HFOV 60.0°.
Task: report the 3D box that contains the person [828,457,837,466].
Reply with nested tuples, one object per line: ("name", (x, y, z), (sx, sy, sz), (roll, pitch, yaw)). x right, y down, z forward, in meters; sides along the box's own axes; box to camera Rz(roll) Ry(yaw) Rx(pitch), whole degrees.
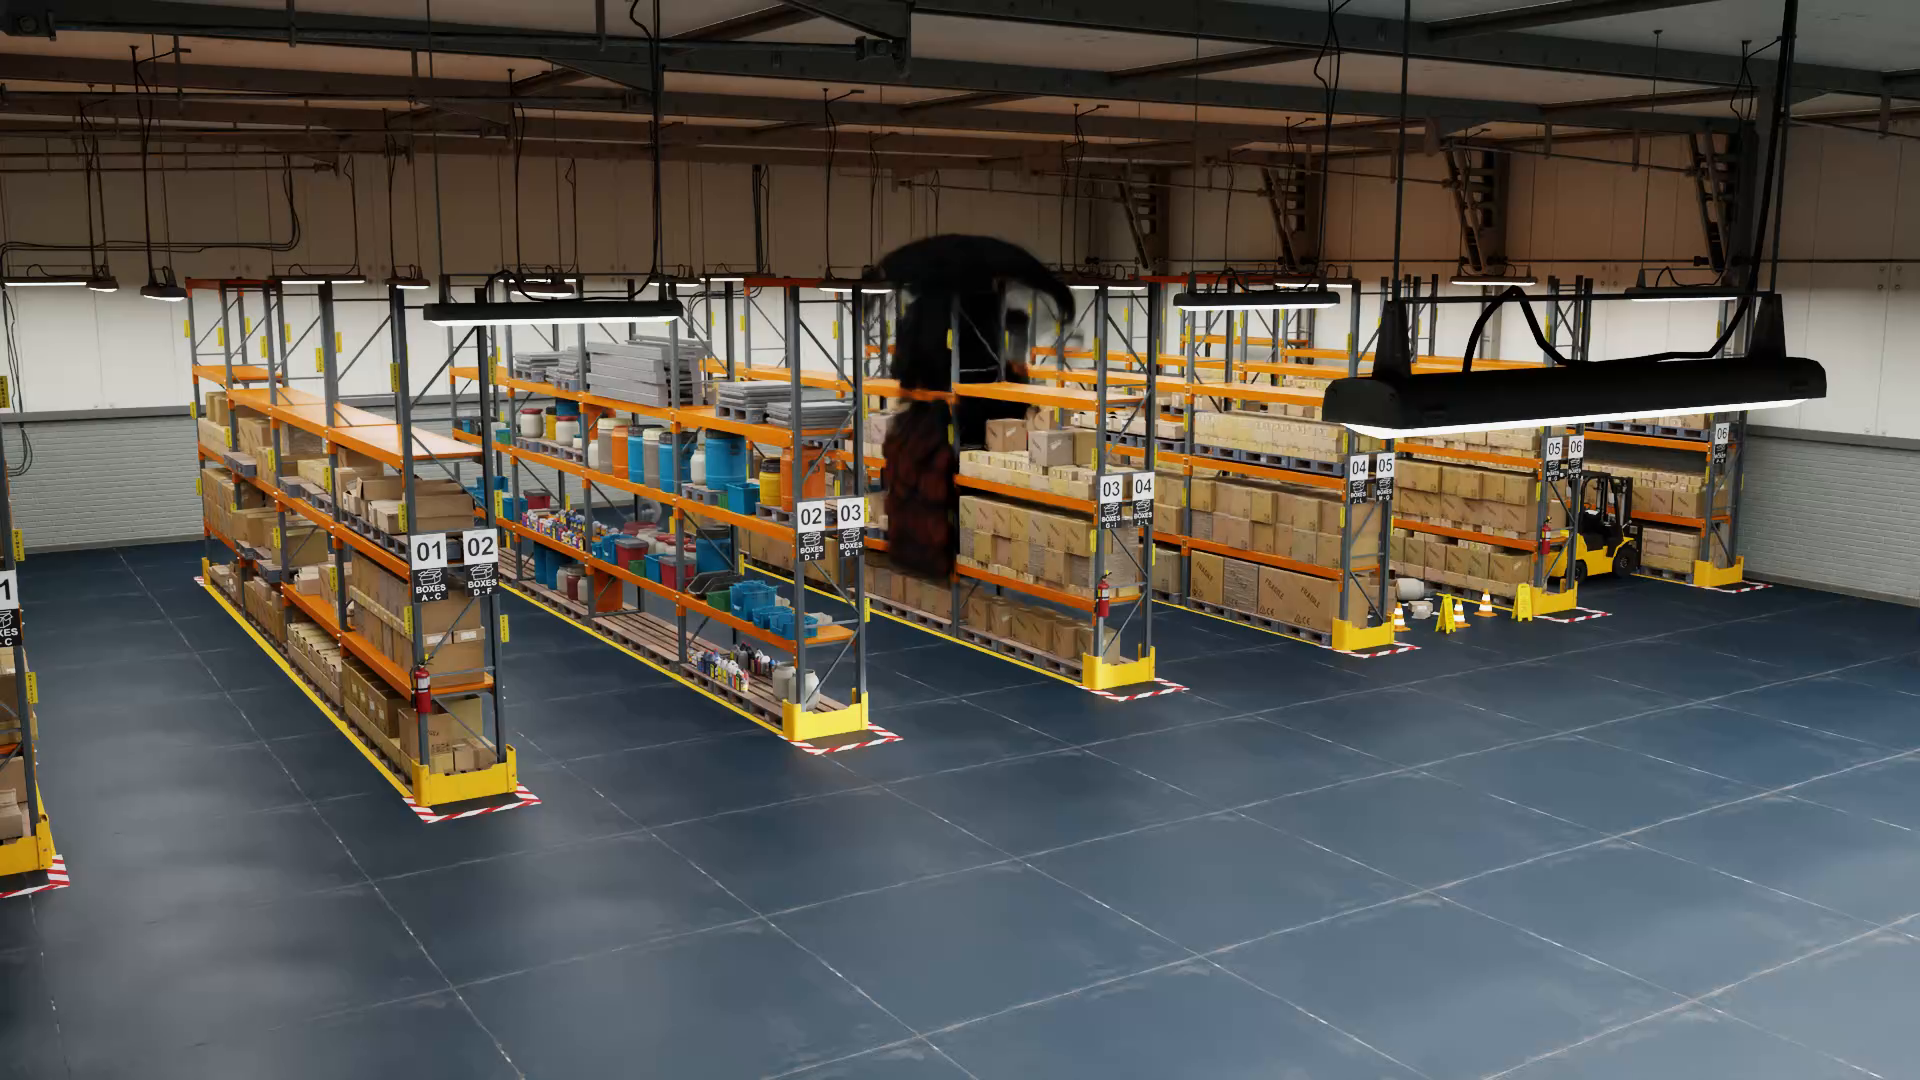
("person", (-3.065, -1.219, 40.002), (0.658, 1.835, 0.754), (-3, 10, -18))

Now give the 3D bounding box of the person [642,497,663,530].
("person", (-7.337, -1.051, 39.350), (0.568, 1.657, 0.558), (-3, 10, -15))
